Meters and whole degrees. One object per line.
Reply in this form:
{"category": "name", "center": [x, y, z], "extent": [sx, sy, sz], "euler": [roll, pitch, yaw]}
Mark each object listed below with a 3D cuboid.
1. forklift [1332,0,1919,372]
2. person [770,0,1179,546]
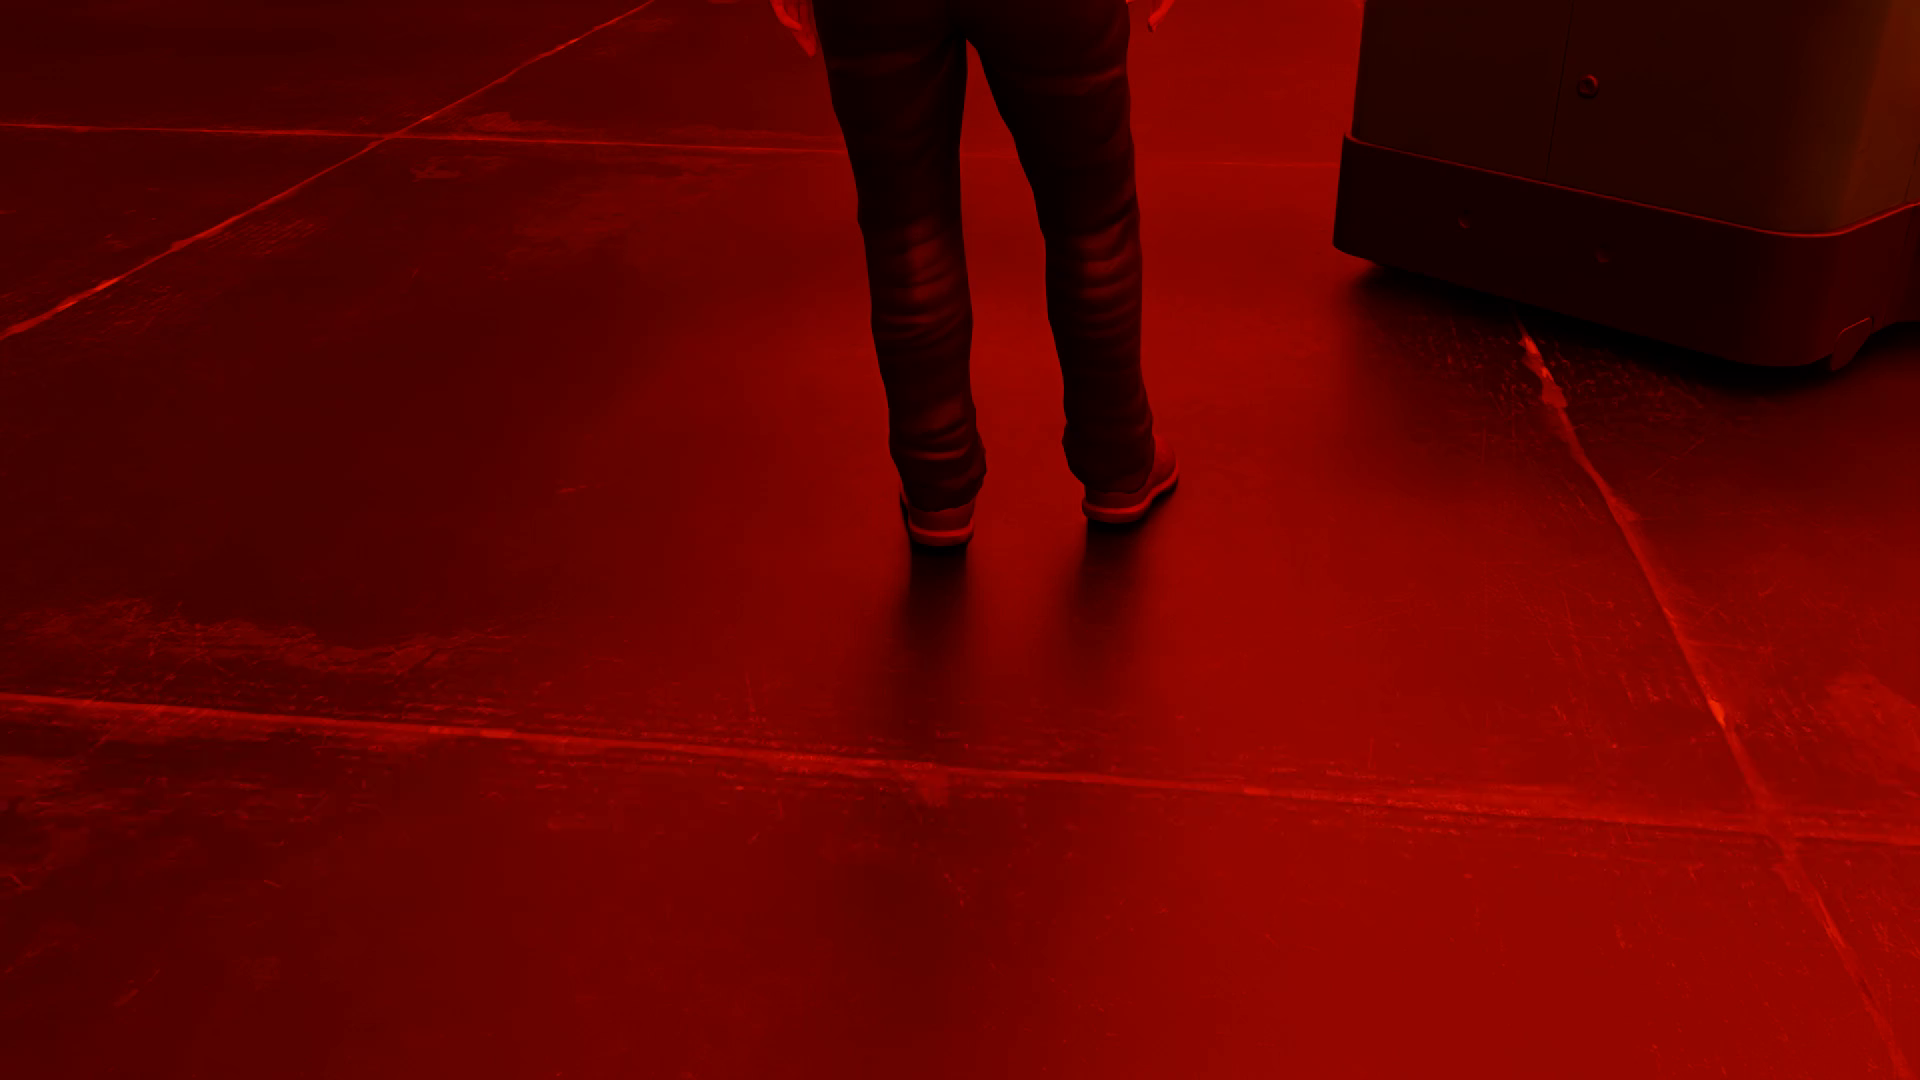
{"category": "forklift", "center": [2.265, -2.149, 3.524], "extent": [3.031, 2.935, 1.130], "euler": [-21, 33, -35]}
{"category": "person", "center": [0.035, -0.782, 2.207], "extent": [0.598, 1.651, 0.502], "euler": [3, 27, 7]}
